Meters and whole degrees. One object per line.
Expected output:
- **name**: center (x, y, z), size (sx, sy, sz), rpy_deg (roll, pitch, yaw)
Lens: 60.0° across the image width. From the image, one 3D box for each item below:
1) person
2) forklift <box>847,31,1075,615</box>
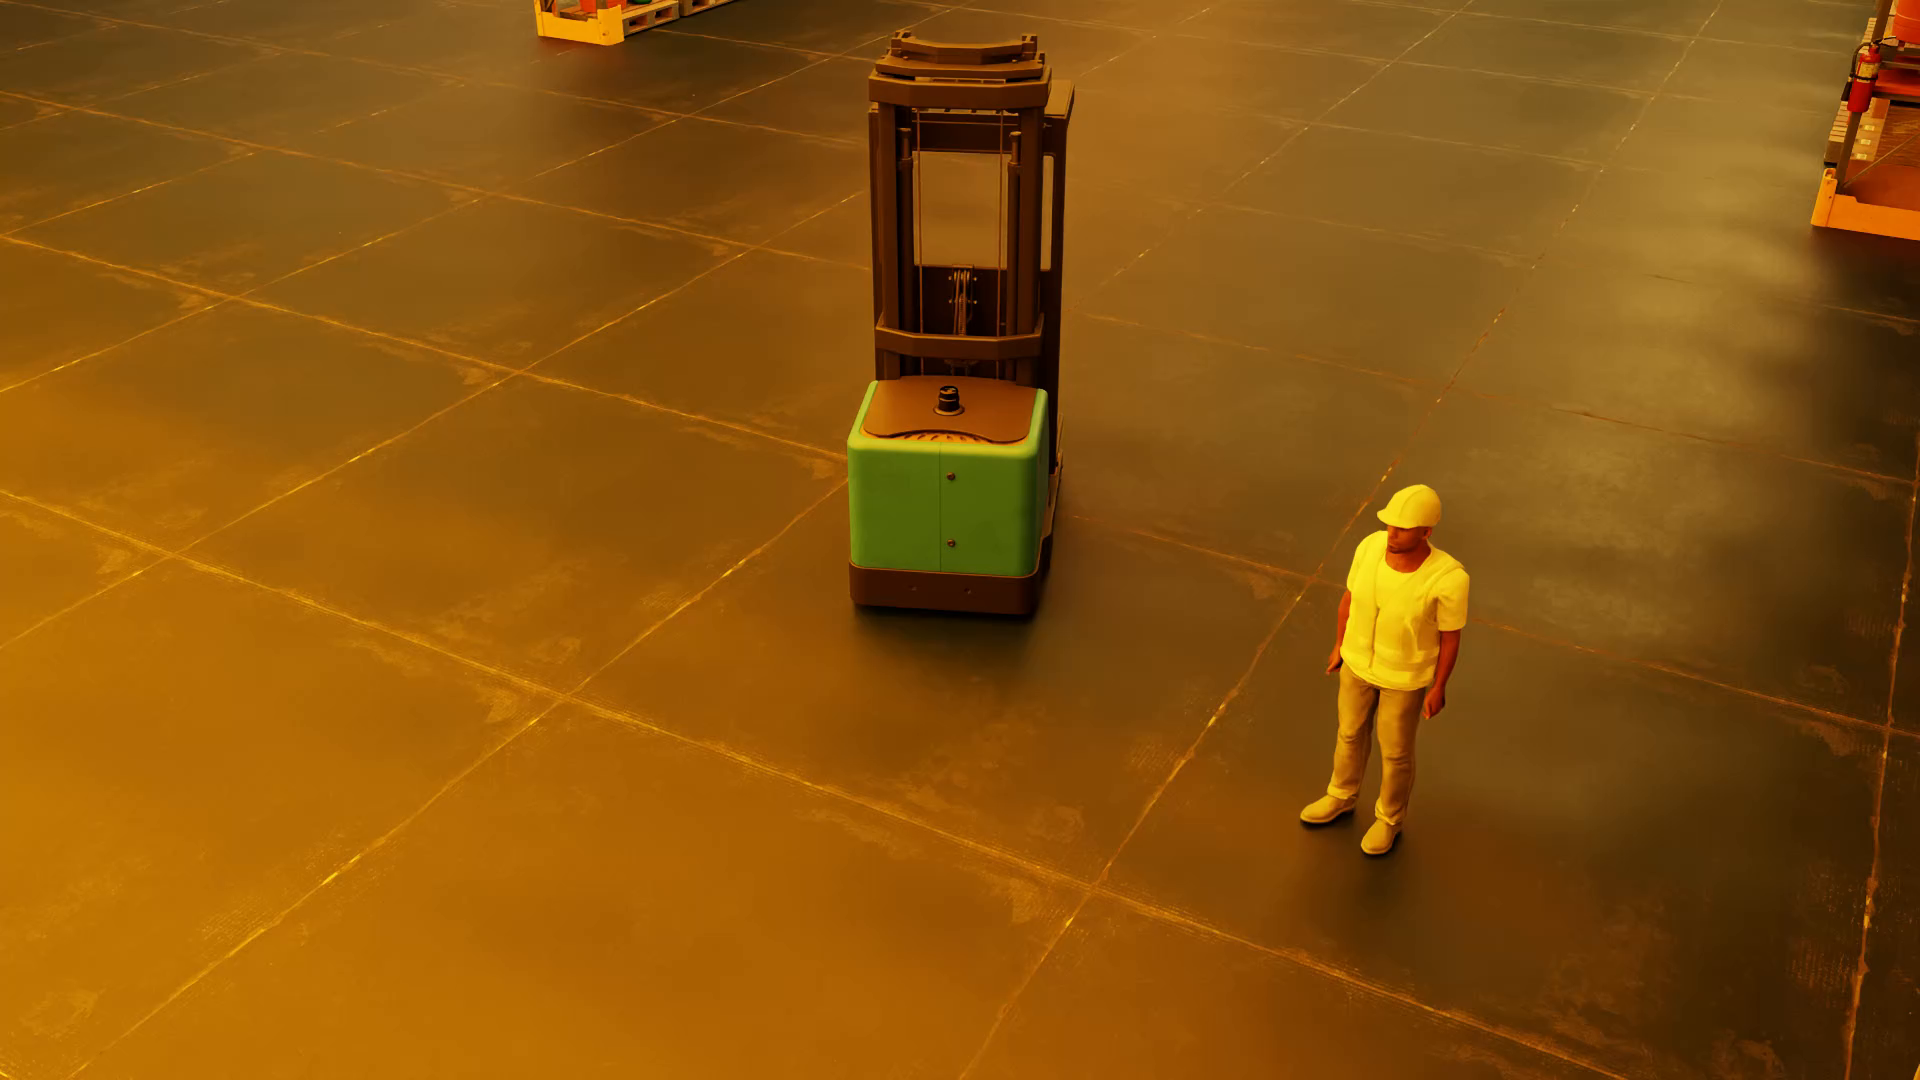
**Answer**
- **person**: center (1.858, 0.562, 7.260), size (0.369, 1.771, 0.569), rpy_deg (-26, 39, -38)
- **forklift**: center (0.072, -1.572, 9.794), size (1.130, 2.935, 3.031), rpy_deg (3, 30, 6)
